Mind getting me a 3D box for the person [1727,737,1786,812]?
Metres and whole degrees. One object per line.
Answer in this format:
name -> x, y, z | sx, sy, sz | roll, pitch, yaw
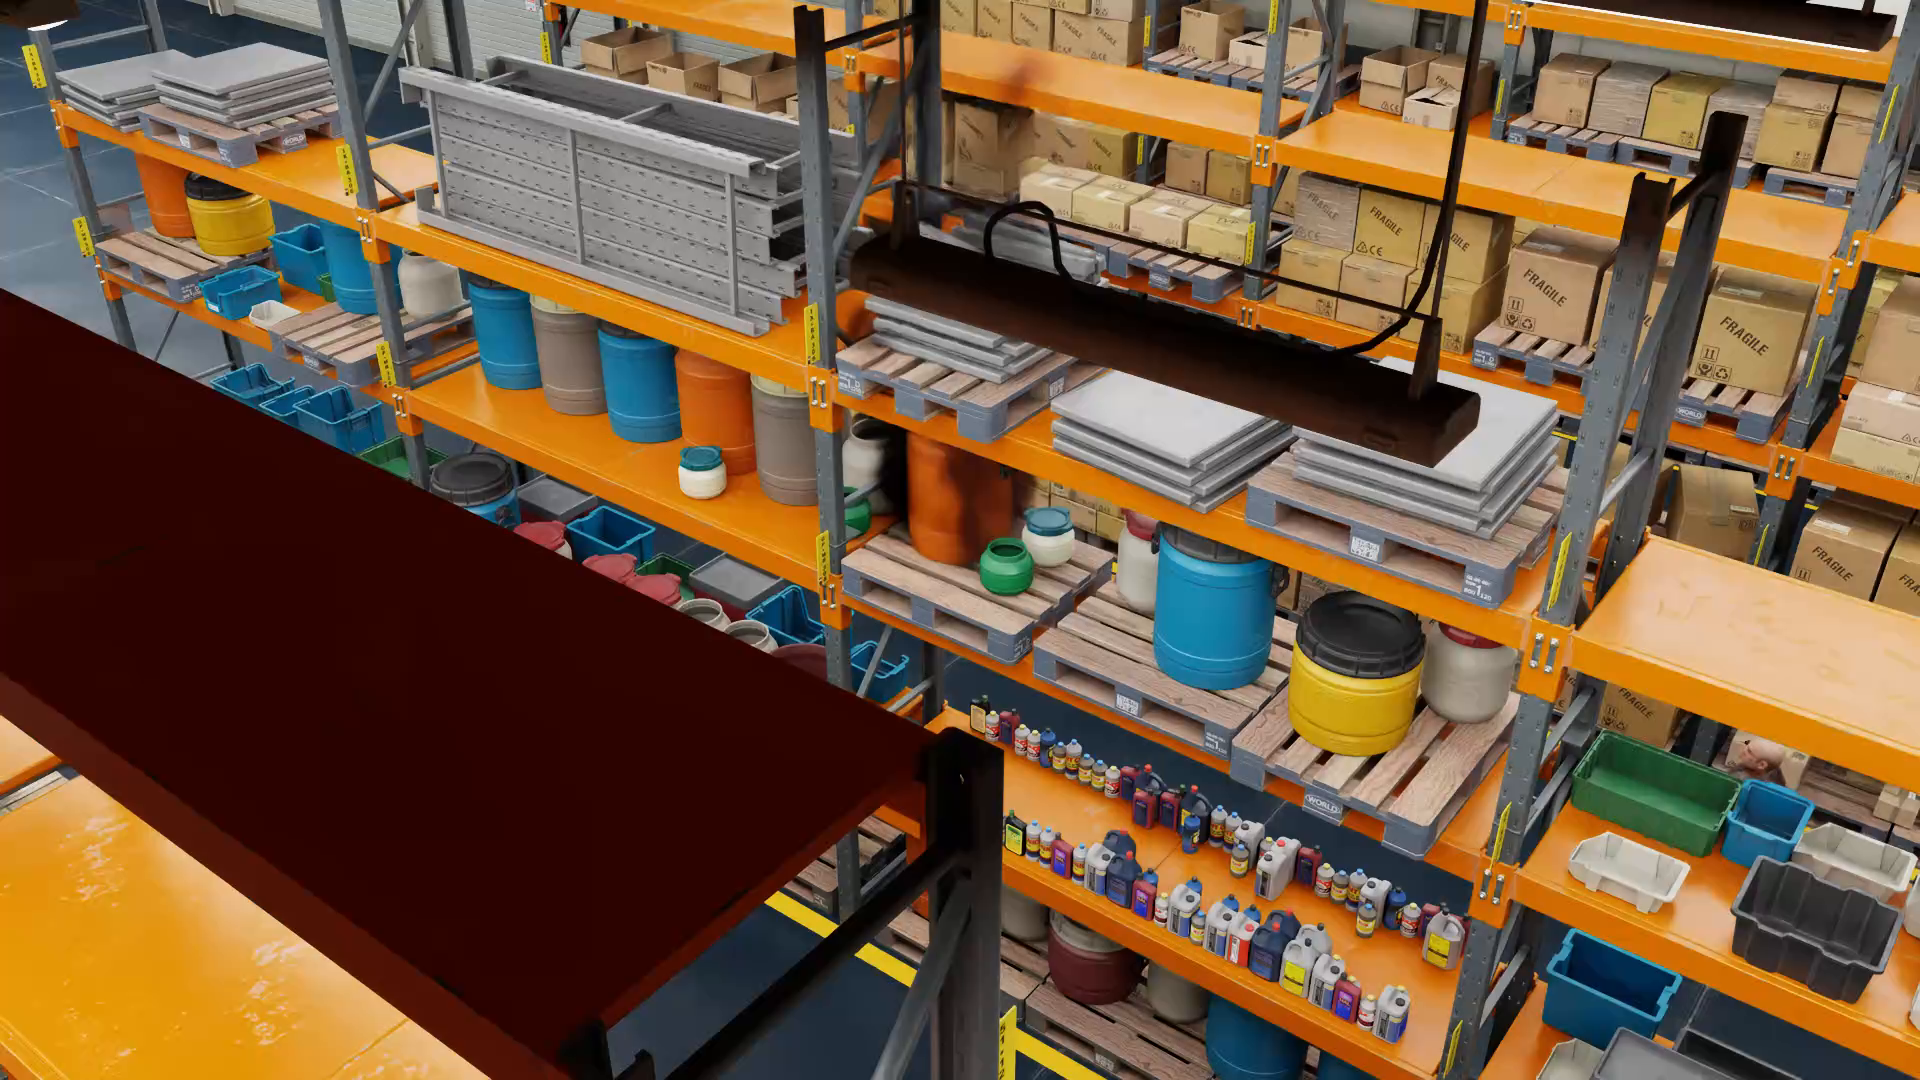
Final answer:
person -> 4.801, 1.915, 10.478 | 0.625, 1.735, 0.703 | 12, 33, 19
